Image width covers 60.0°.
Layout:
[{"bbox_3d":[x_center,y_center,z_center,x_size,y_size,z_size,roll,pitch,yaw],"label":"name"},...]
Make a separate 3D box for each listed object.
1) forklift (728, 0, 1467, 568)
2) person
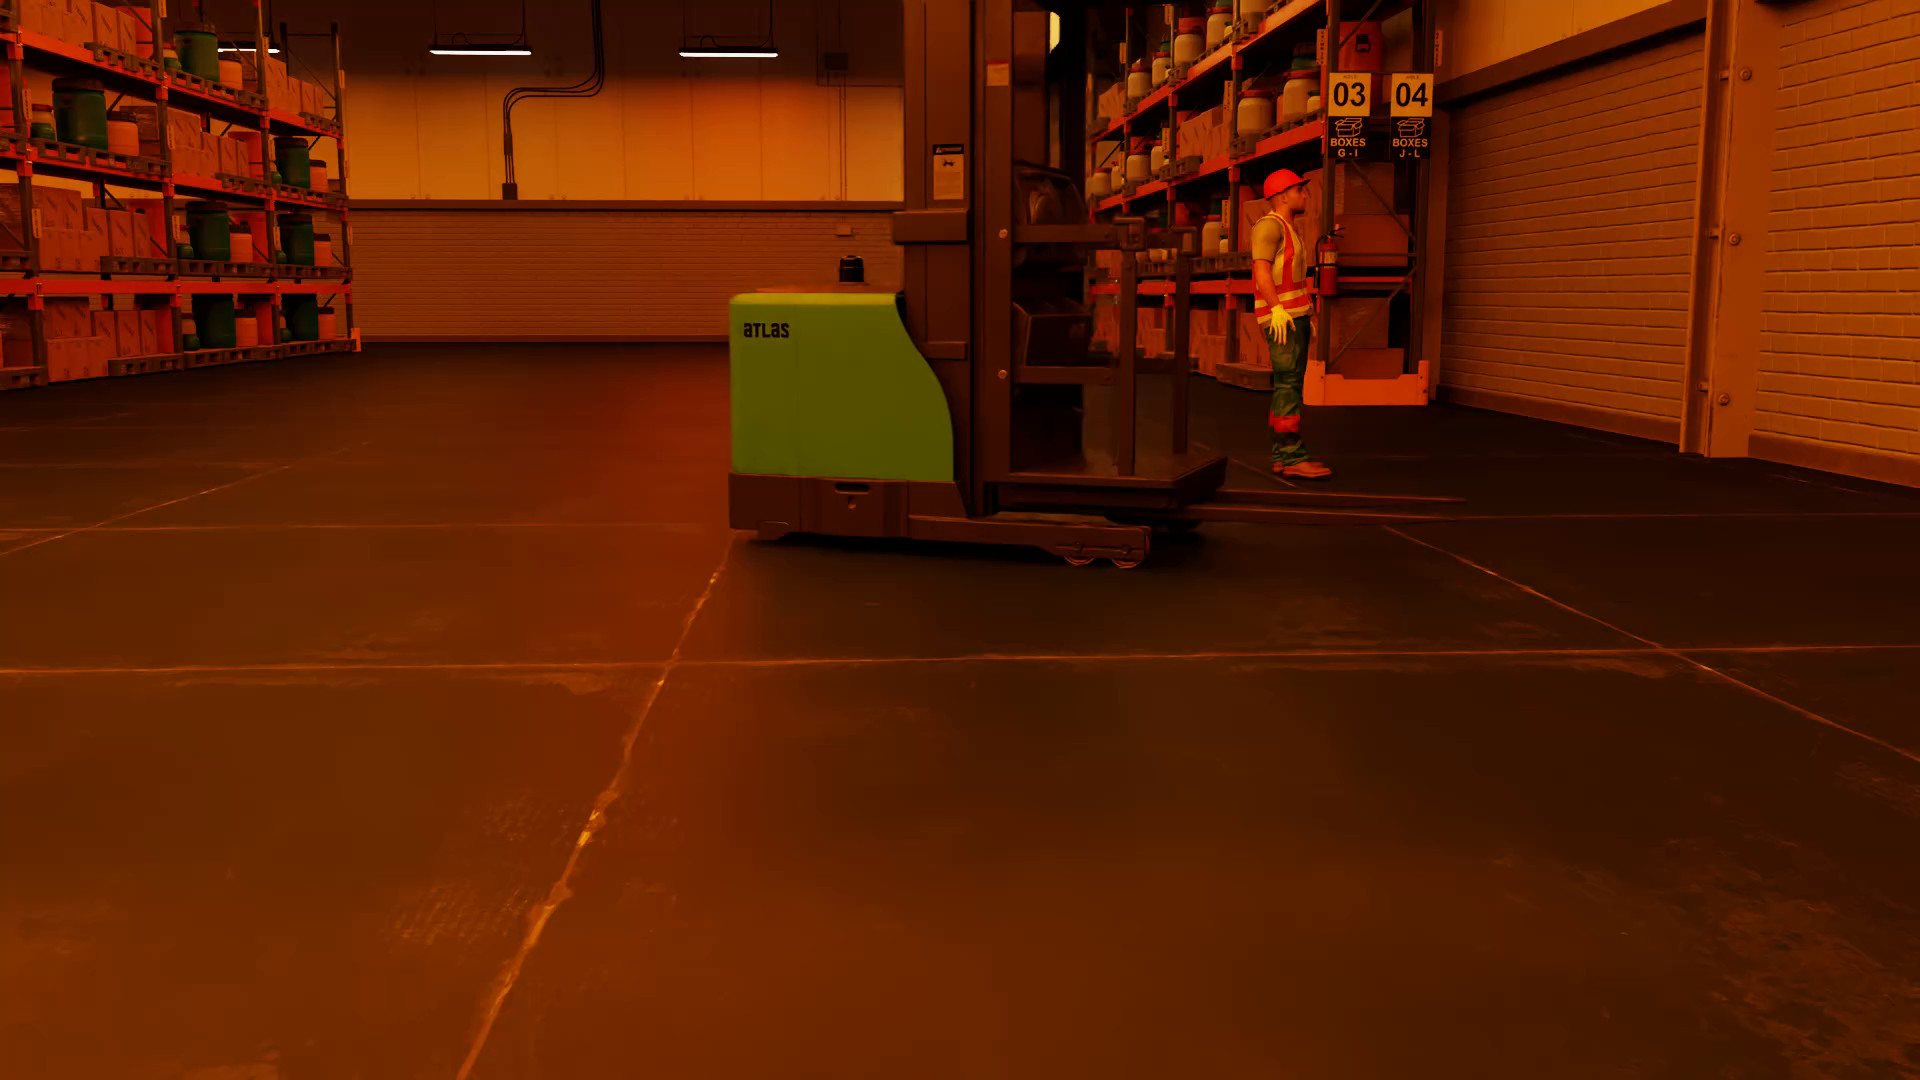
[{"bbox_3d":[0.571,-1.426,6.932,3.031,2.935,1.130,3,9,19],"label":"forklift"},{"bbox_3d":[2.002,-1.284,9.814,0.566,1.786,0.638,4,9,26],"label":"person"}]
